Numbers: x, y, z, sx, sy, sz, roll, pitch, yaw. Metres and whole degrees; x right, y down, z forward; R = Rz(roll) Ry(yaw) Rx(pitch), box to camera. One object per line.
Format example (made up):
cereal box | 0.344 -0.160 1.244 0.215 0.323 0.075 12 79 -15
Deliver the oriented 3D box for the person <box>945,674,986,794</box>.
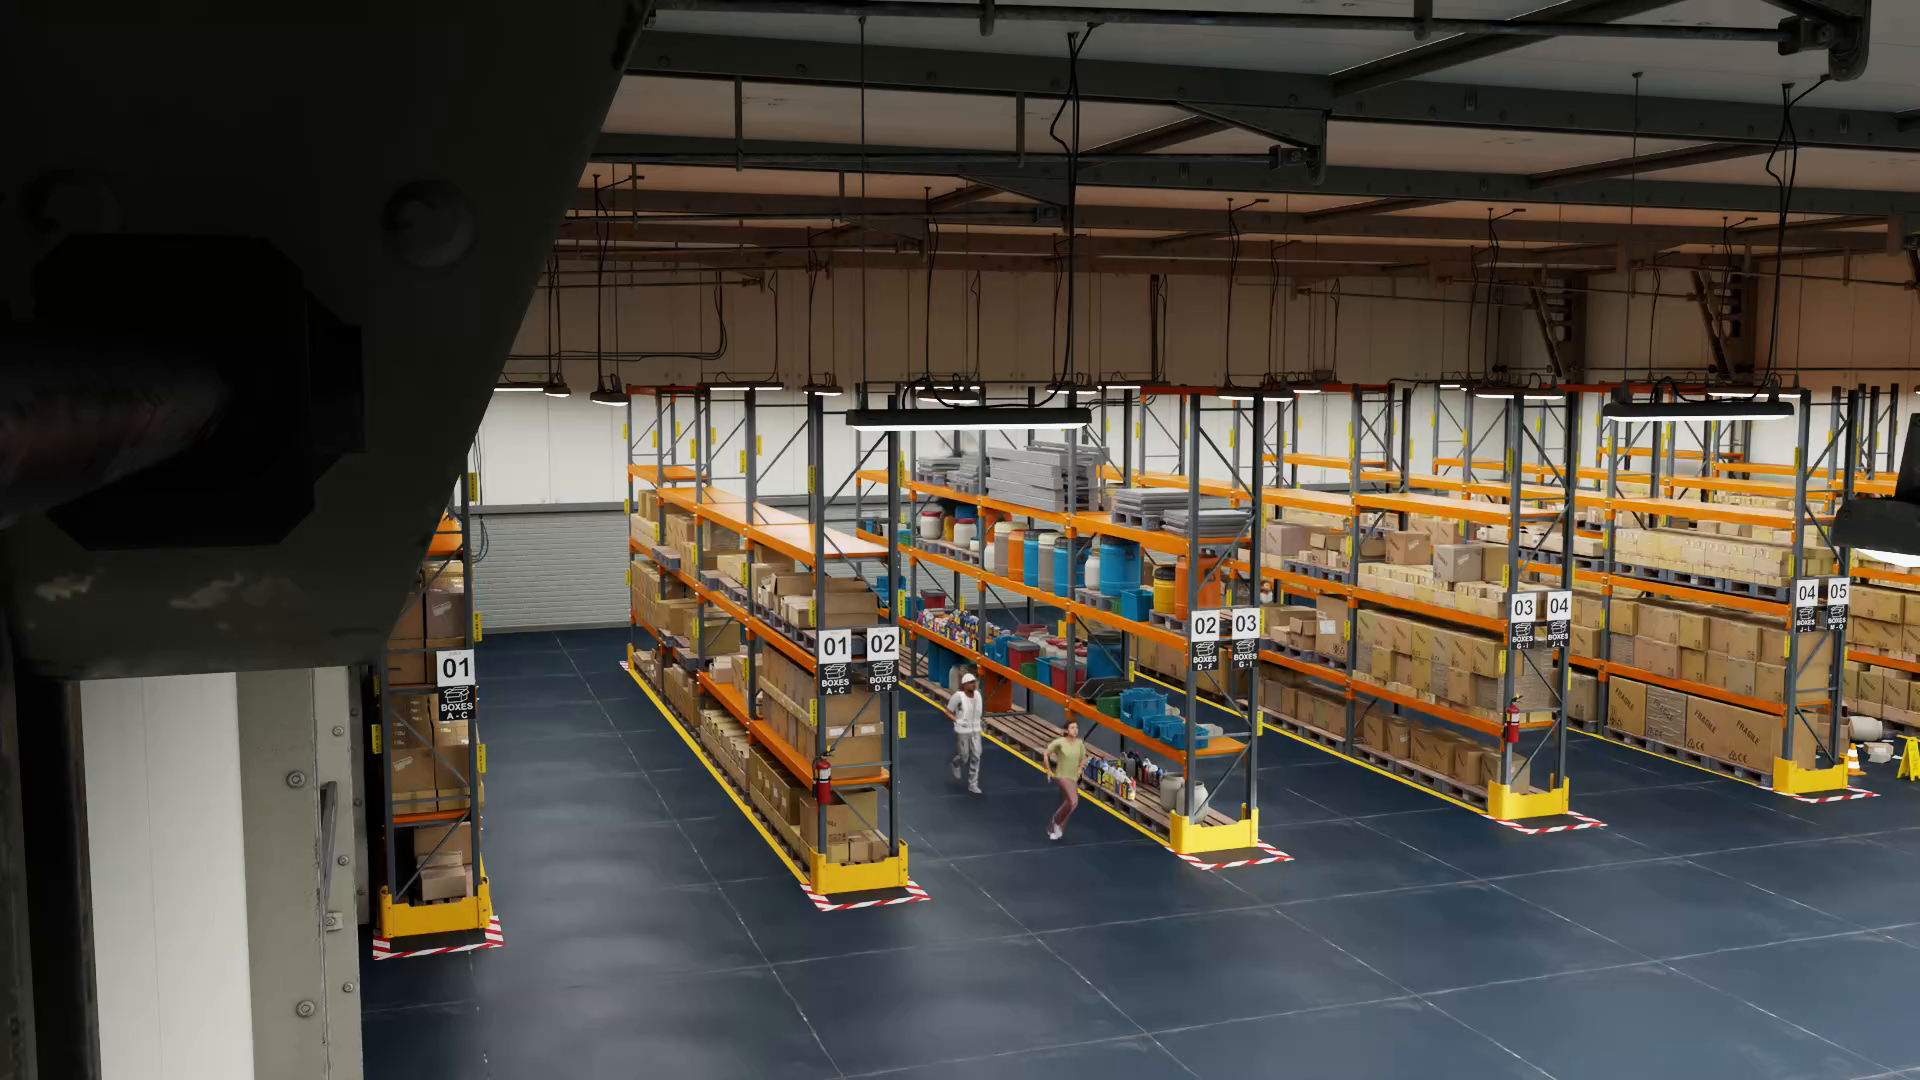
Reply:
person | 0.089 2.884 24.994 0.673 1.774 0.795 -4 7 -31

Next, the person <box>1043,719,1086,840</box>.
person | 1.482 3.217 22.299 0.549 1.617 0.586 -3 7 -27

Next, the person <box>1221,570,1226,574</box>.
person | 6.055 1.337 40.236 0.761 1.784 0.671 4 7 33

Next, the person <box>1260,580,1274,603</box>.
person | 6.801 1.714 36.791 0.545 1.626 0.609 -1 6 -11
